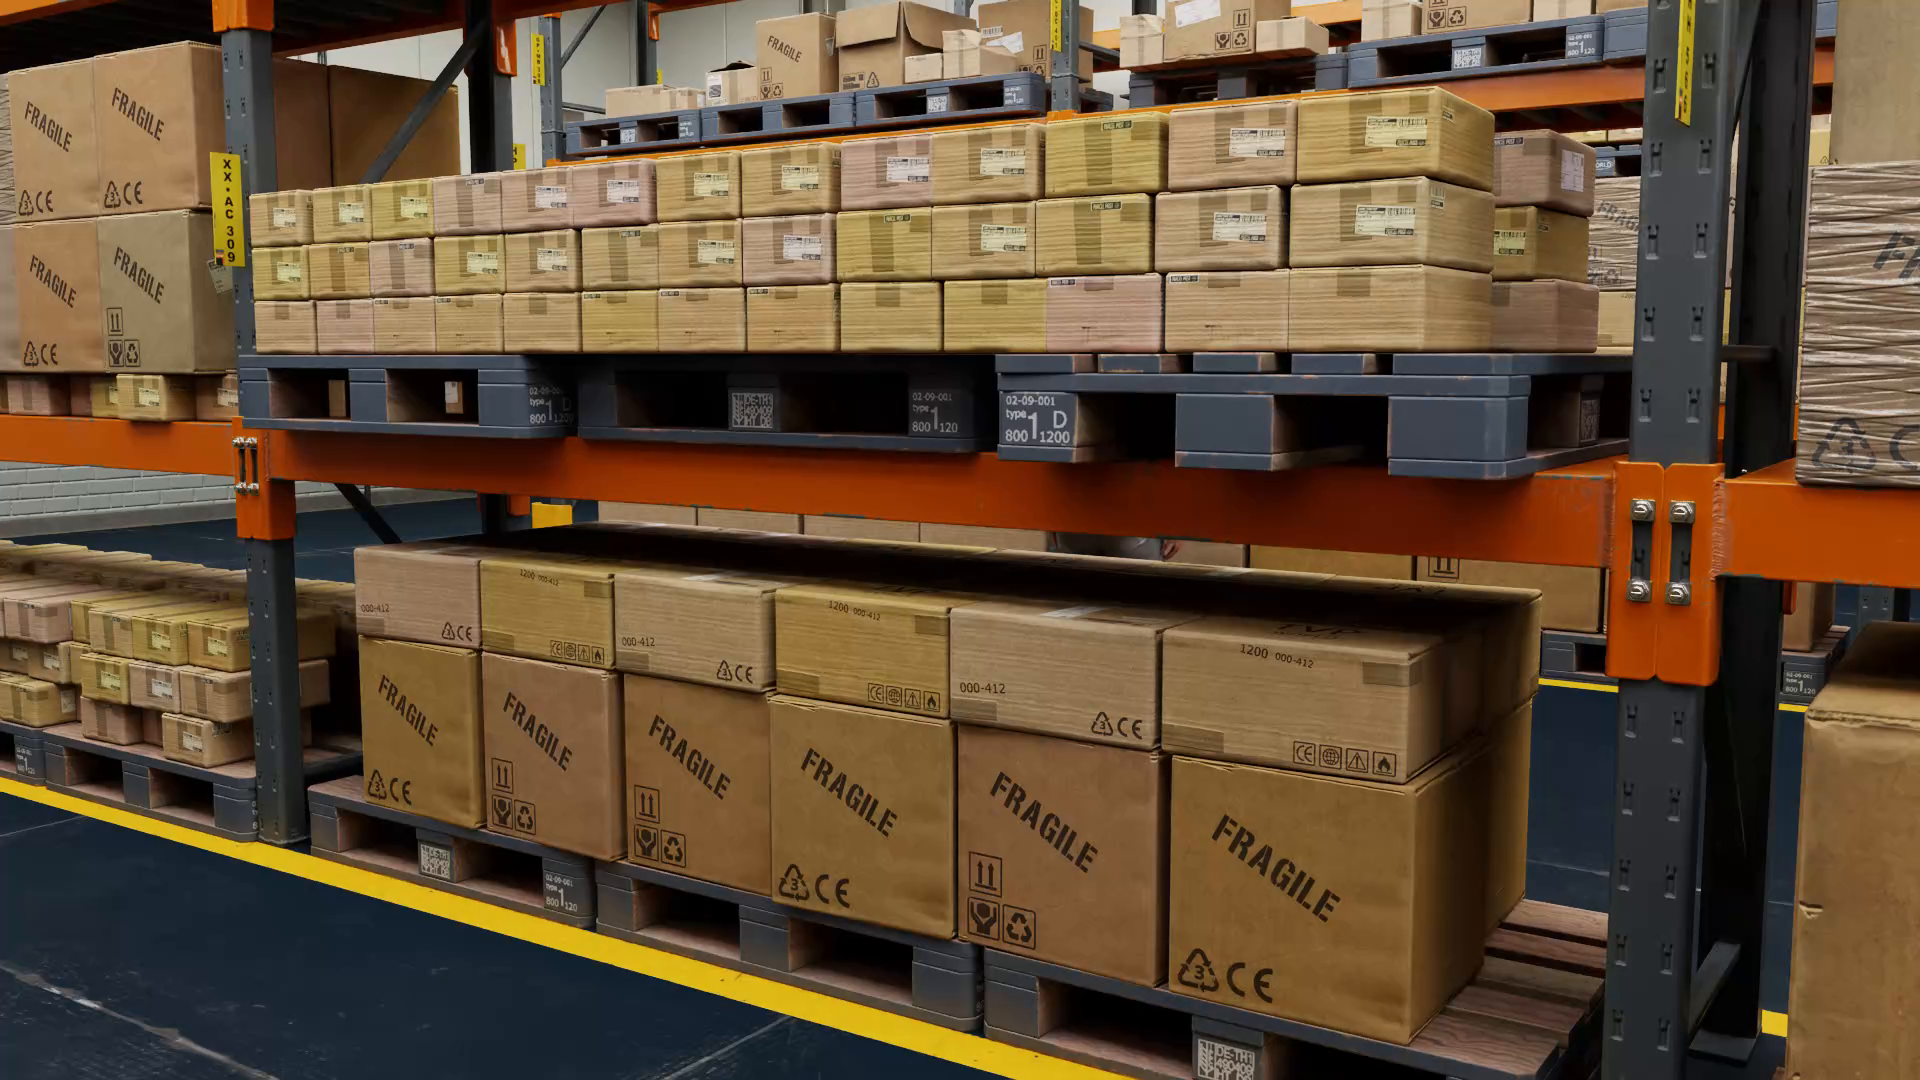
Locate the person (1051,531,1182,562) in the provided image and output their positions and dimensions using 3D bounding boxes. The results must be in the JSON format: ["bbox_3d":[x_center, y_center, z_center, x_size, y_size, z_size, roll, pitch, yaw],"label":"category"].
[{"bbox_3d":[0.596,-0.092,6.484,0.584,1.771,0.466,4,7,33],"label":"person"}]
